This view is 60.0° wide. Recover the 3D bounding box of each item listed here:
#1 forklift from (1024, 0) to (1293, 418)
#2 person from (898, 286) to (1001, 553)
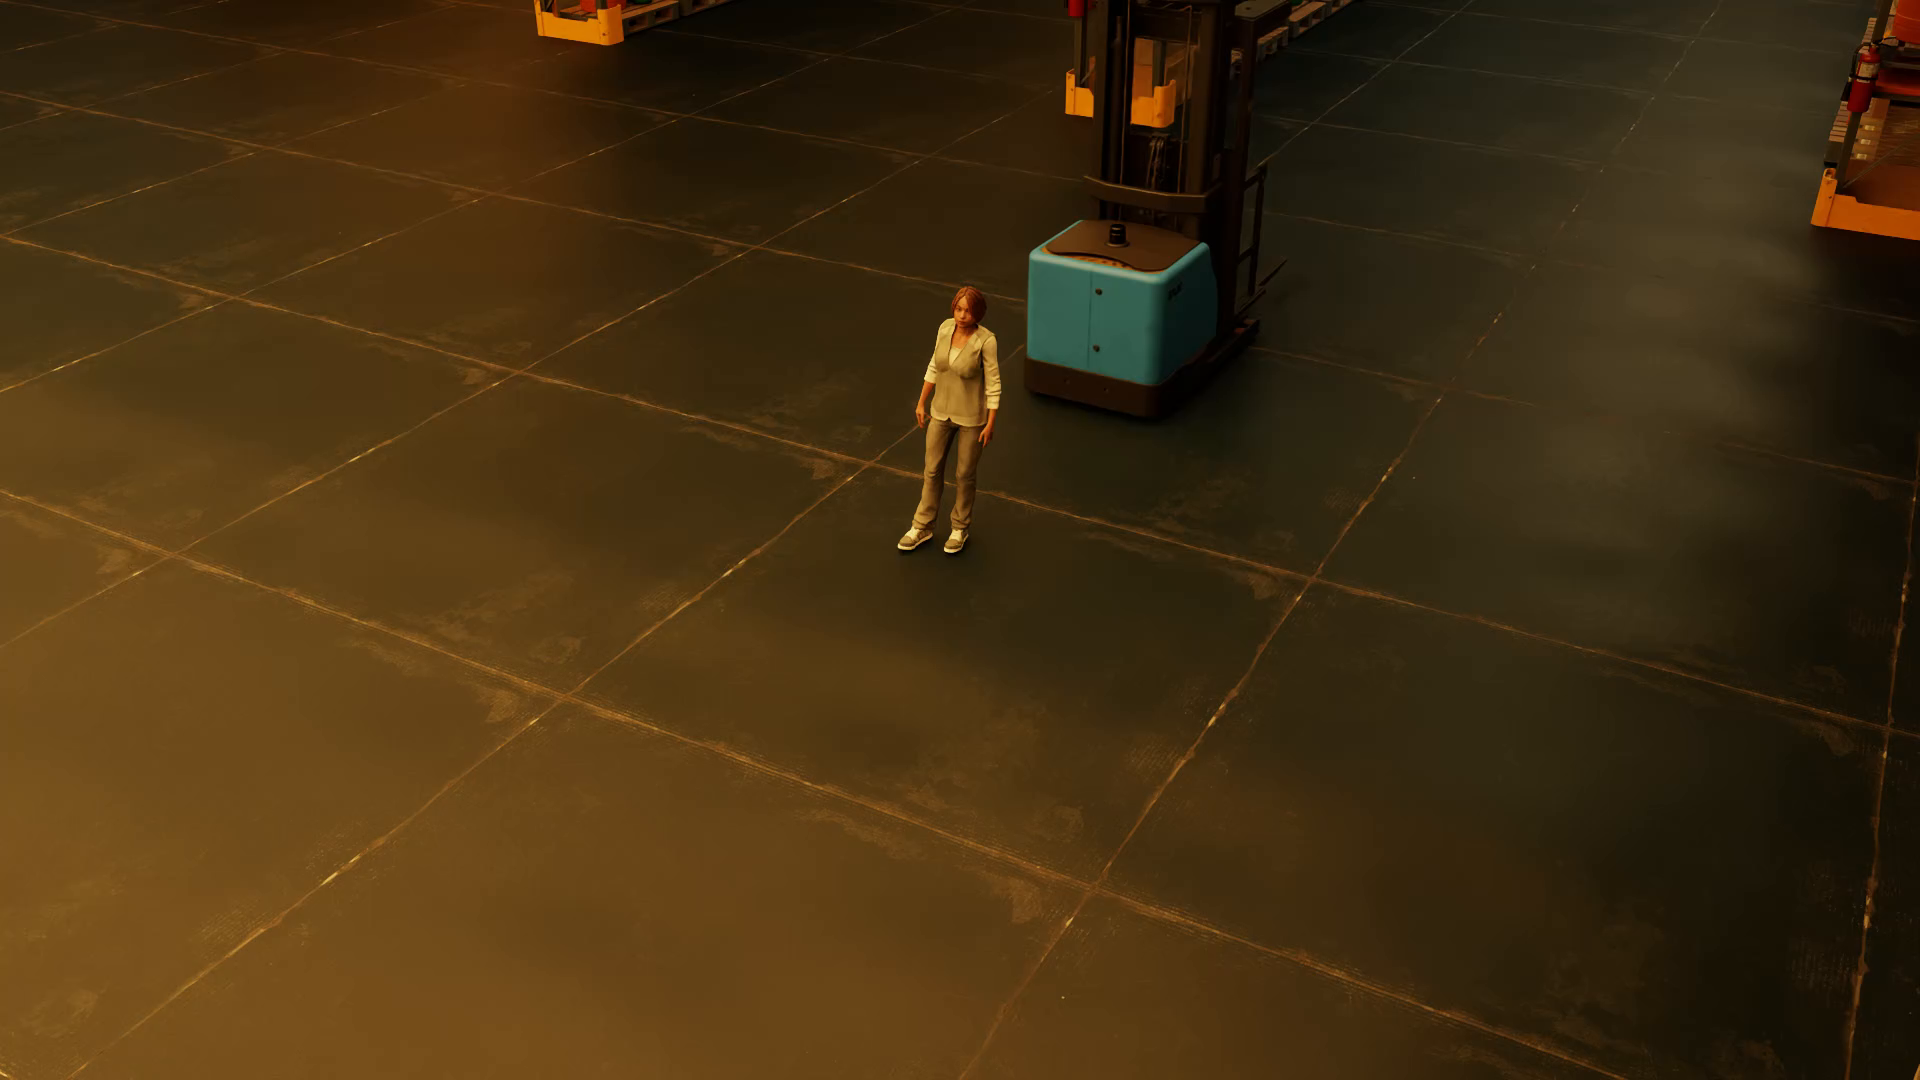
[{"bbox_3d":[1.621,-2.804,11.929,1.130,2.935,3.031,16,34,26],"label":"forklift"},{"bbox_3d":[-0.049,-0.669,9.549,0.520,1.599,0.473,15,33,25],"label":"person"}]
